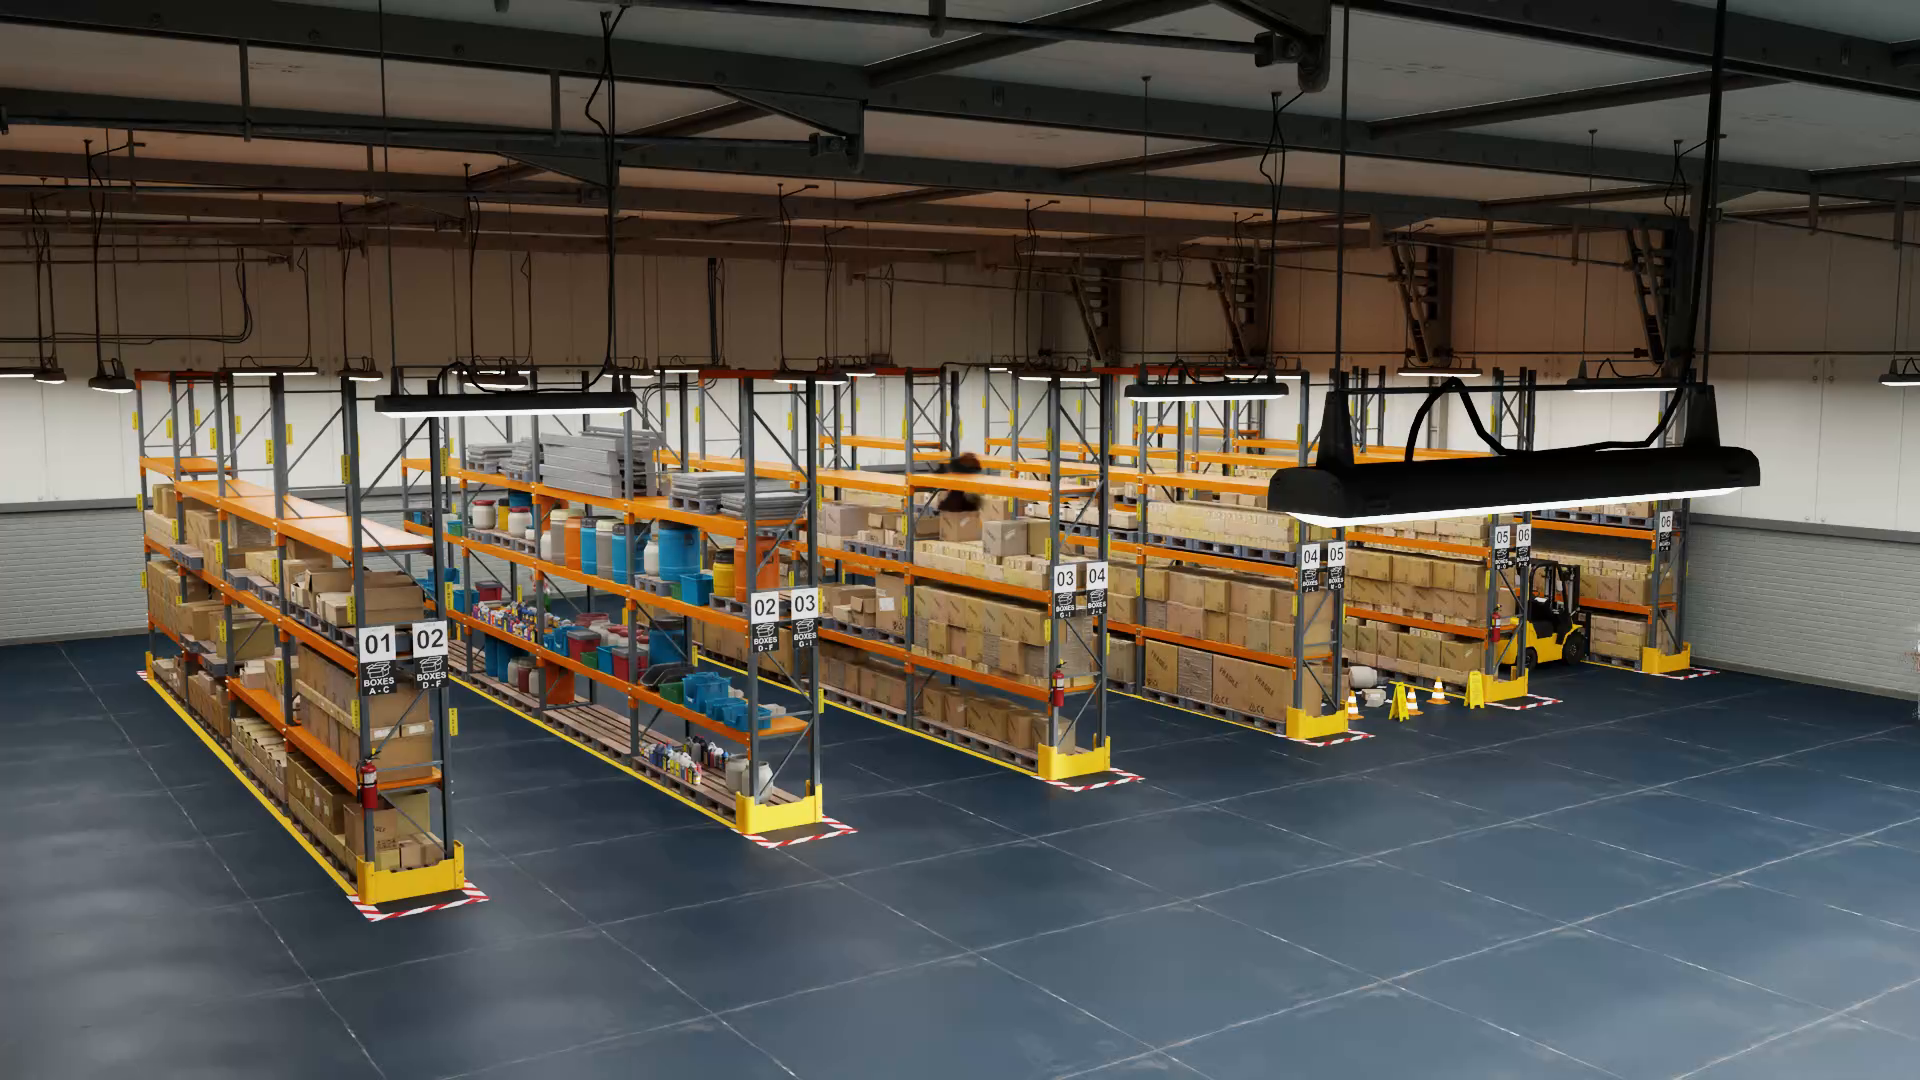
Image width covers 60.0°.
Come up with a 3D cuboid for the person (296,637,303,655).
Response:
[{"bbox_3d":[-13.032,1.817,32.676,0.951,1.664,0.592,5,8,38],"label":"person"}]

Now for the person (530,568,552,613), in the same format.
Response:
[{"bbox_3d":[-9.586,1.200,37.858,0.563,1.748,0.654,-3,7,-27],"label":"person"}]
